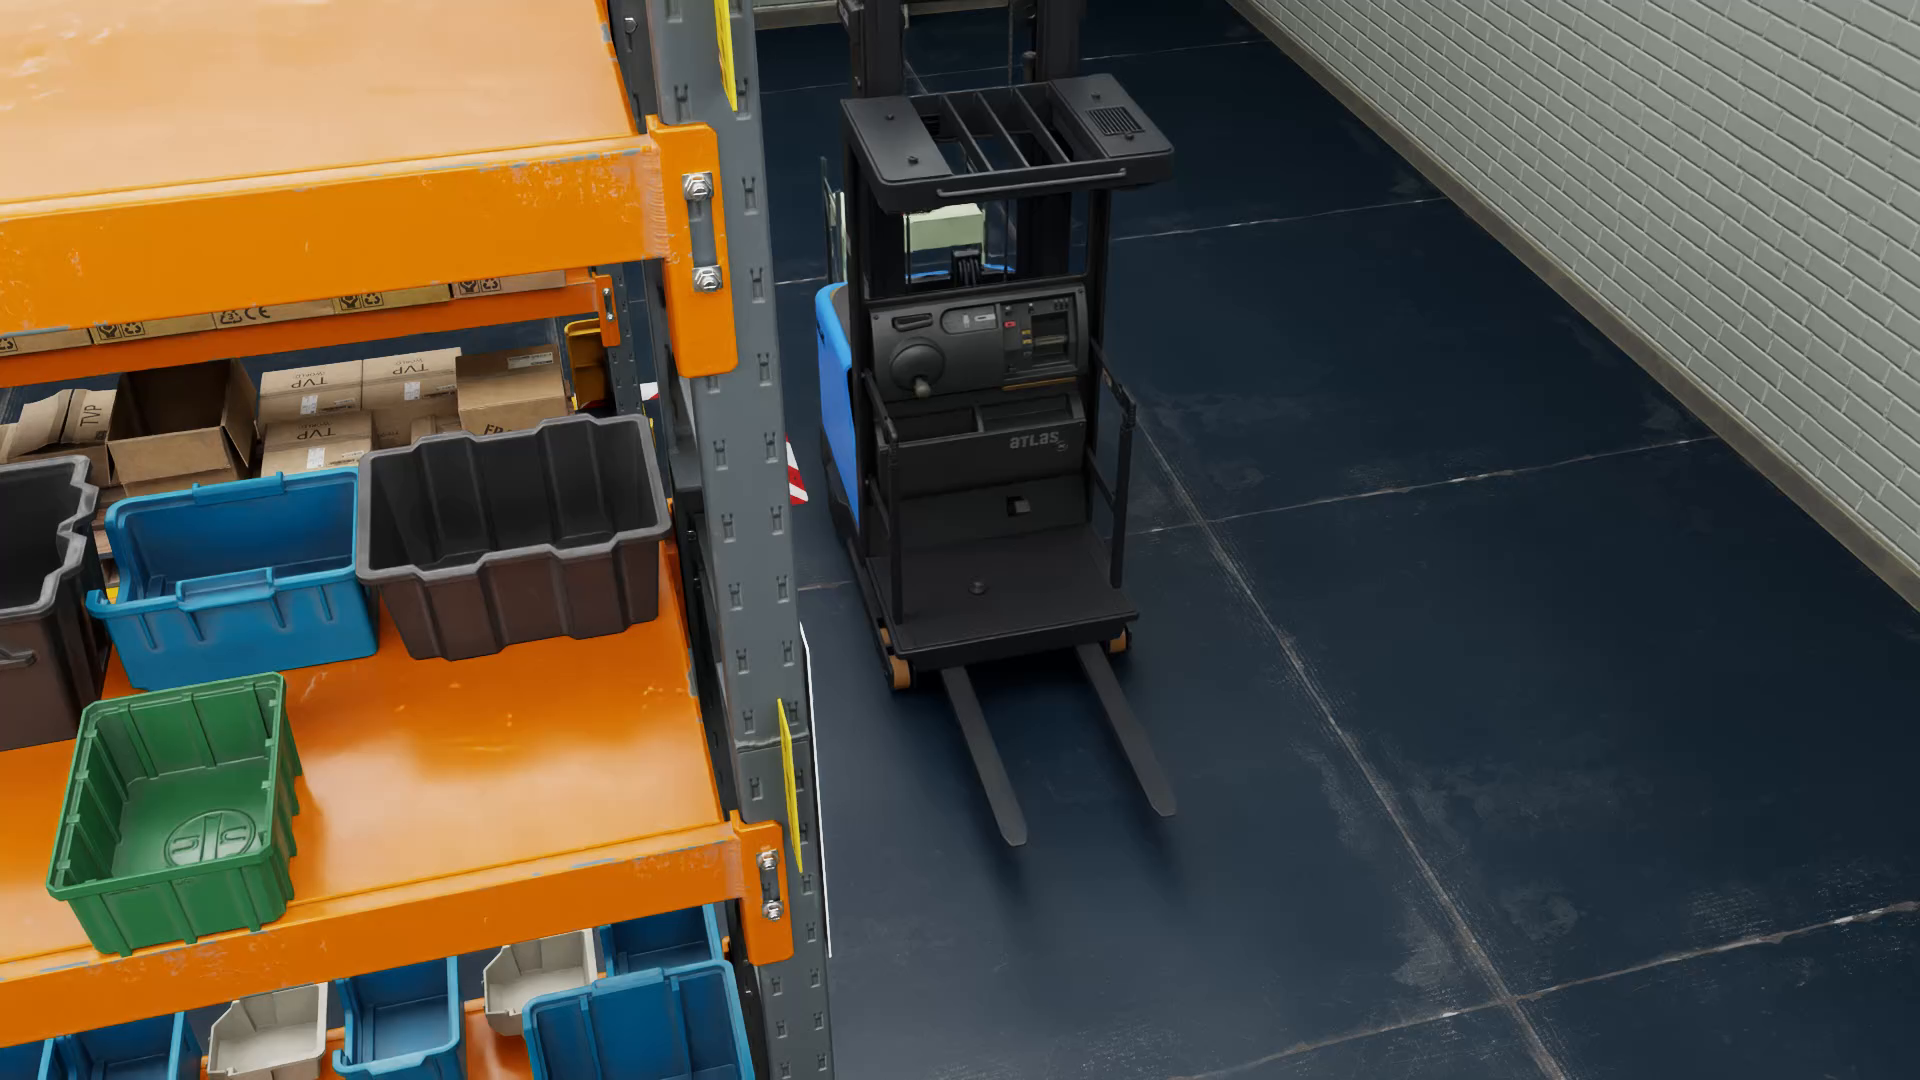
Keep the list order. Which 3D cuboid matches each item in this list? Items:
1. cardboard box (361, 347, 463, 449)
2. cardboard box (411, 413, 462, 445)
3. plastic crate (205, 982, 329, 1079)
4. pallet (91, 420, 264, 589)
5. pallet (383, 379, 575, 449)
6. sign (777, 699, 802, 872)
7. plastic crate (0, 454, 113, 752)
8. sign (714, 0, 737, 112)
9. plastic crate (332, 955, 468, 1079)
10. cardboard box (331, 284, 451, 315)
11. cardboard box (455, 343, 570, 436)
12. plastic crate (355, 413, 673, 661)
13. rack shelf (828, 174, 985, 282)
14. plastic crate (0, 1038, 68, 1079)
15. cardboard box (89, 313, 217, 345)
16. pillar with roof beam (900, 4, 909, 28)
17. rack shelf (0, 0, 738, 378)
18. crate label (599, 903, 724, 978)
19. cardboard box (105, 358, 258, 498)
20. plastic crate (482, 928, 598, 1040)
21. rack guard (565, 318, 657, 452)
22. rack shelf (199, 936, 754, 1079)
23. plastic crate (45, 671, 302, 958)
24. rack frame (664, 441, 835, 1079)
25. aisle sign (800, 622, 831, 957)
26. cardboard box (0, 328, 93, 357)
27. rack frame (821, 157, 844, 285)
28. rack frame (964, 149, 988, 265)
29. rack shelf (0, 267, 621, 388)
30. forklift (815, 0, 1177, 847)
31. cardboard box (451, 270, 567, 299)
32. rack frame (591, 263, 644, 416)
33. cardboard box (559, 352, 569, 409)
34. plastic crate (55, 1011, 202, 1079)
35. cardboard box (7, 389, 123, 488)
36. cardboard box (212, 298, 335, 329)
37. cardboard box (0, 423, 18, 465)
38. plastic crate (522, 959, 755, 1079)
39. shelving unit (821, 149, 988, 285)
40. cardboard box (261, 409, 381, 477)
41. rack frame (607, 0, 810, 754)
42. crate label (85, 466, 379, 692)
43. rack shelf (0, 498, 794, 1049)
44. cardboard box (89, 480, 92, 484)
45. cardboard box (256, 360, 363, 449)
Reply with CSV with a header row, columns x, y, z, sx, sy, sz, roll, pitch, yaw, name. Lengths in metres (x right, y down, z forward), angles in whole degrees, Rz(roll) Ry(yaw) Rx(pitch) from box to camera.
x,y,z,sx,sy,sz,roll,pitch,yaw,name
-2.817,-0.739,8.628,0.500,0.250,0.500,-9,38,-12,cardboard box
-2.611,-0.463,8.335,0.250,0.166,0.380,-9,38,-12,cardboard box
-1.758,1.287,4.245,0.298,0.136,0.250,-9,38,-12,plastic crate
-3.754,-0.218,8.341,1.213,0.211,1.003,-9,38,-12,pallet
-2.578,-0.409,8.590,1.213,0.211,1.003,-9,38,-12,pallet
-0.289,0.421,2.828,0.005,0.325,0.100,-9,38,-12,sign
-1.994,0.165,3.128,0.767,0.338,0.504,-9,38,-12,plastic crate
-0.289,-0.684,1.983,0.005,0.325,0.100,-9,38,-12,sign
-1.408,1.244,4.223,0.300,0.233,0.416,-9,38,-12,plastic crate
-2.597,-1.380,7.483,0.500,0.500,0.500,-9,38,-12,cardboard box
-2.196,-0.607,8.249,0.500,0.500,0.500,-9,38,-12,cardboard box
-0.892,0.009,3.388,0.590,0.269,0.497,-9,38,-12,plastic crate
-0.276,-1.547,8.372,0.720,0.370,0.431,-9,38,-11,rack shelf
-2.333,1.395,4.025,0.300,0.233,0.416,-9,38,-12,plastic crate
-3.567,-1.225,7.279,0.500,0.500,0.500,-10,39,-13,cardboard box
0.473,-5.353,7.821,0.400,9.000,9.100,-9,38,-12,pillar with roof beam
-2.379,-0.371,2.229,4.000,0.370,1.077,-9,38,-12,rack shelf
-0.772,1.139,4.360,0.303,0.233,0.416,-9,38,-12,crate label
-3.785,-0.506,8.114,0.637,0.503,0.797,-9,38,-12,cardboard box
-1.103,1.180,4.386,0.298,0.136,0.250,-9,38,-12,plastic crate
-1.809,-0.651,8.668,0.348,0.500,1.175,-9,38,-12,rack guard
-2.379,1.853,3.930,4.000,0.370,1.077,-9,38,-12,rack shelf
-1.326,0.467,2.855,0.336,0.188,0.450,-9,38,-12,plastic crate
-0.448,1.251,4.126,0.127,3.000,1.000,-9,38,-12,rack frame
-0.302,0.379,3.126,0.004,0.787,0.394,-9,38,-12,aisle sign
-4.057,-1.143,7.173,0.500,0.500,0.500,-10,38,-12,cardboard box
-0.630,-1.180,8.535,0.023,1.500,0.400,-9,38,-11,rack frame
0.079,-1.291,8.680,0.023,1.500,0.400,-9,38,-11,rack frame
-3.666,-1.053,7.729,4.000,0.370,1.077,-9,38,-12,rack shelf
0.143,-0.760,6.810,1.130,2.935,3.031,-9,38,-11,forklift
-2.097,-1.465,7.593,0.500,0.500,0.500,-8,38,-11,cardboard box
-1.736,-1.655,7.925,0.127,3.000,1.000,-9,38,-12,rack frame
-2.229,-0.833,8.834,0.250,0.149,0.380,-9,38,-12,cardboard box
-2.043,1.348,4.087,0.300,0.233,0.416,-9,38,-12,plastic crate
-4.397,-0.504,8.270,0.500,0.311,0.500,-9,38,-12,cardboard box
-3.080,-1.304,7.384,0.500,0.500,0.500,-9,38,-12,cardboard box
-4.775,-0.415,8.288,0.250,0.149,0.380,-9,38,-12,cardboard box
-0.722,1.375,3.884,0.499,0.435,0.616,-9,38,-12,plastic crate
-0.275,-1.235,8.608,0.755,1.500,0.431,-9,38,-11,shelving unit
-3.121,-0.375,8.151,0.500,0.250,0.500,-9,38,-12,cardboard box
-0.448,-1.132,2.303,0.127,3.000,1.000,-9,38,-12,rack frame
-1.423,0.075,3.316,0.502,0.251,0.408,-9,38,-12,crate label
-2.379,0.662,3.019,4.000,0.370,1.077,-9,38,-12,rack shelf
-4.303,-0.154,7.931,0.250,0.166,0.380,-9,38,-12,cardboard box
-3.300,-0.660,8.524,0.500,0.250,0.500,-9,38,-12,cardboard box
